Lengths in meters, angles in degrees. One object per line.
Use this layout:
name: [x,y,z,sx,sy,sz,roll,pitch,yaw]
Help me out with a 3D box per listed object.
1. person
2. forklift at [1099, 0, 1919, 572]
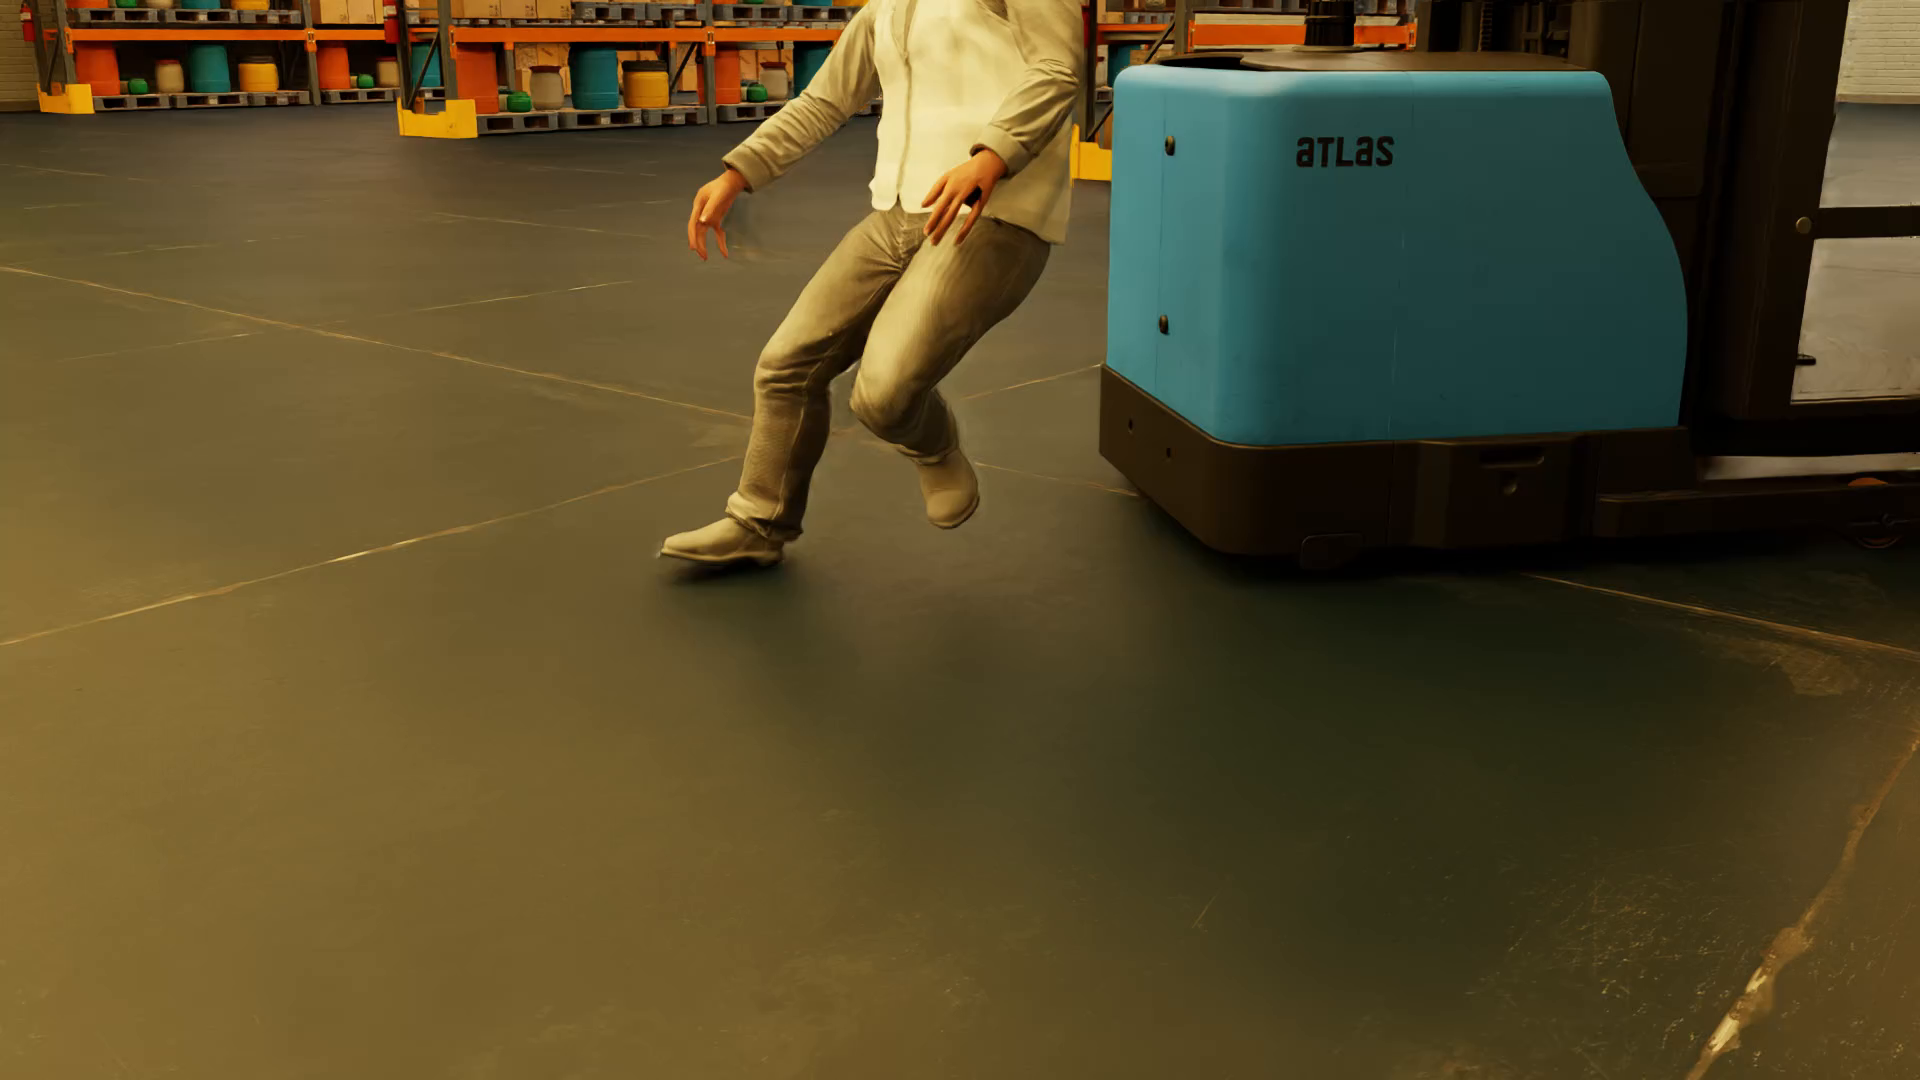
person: [-0.176,-0.678,3.377,0.695,1.644,0.778,-13,21,-36]
forklift: [1.943,-1.528,3.928,3.031,2.935,1.130,-3,17,-11]
